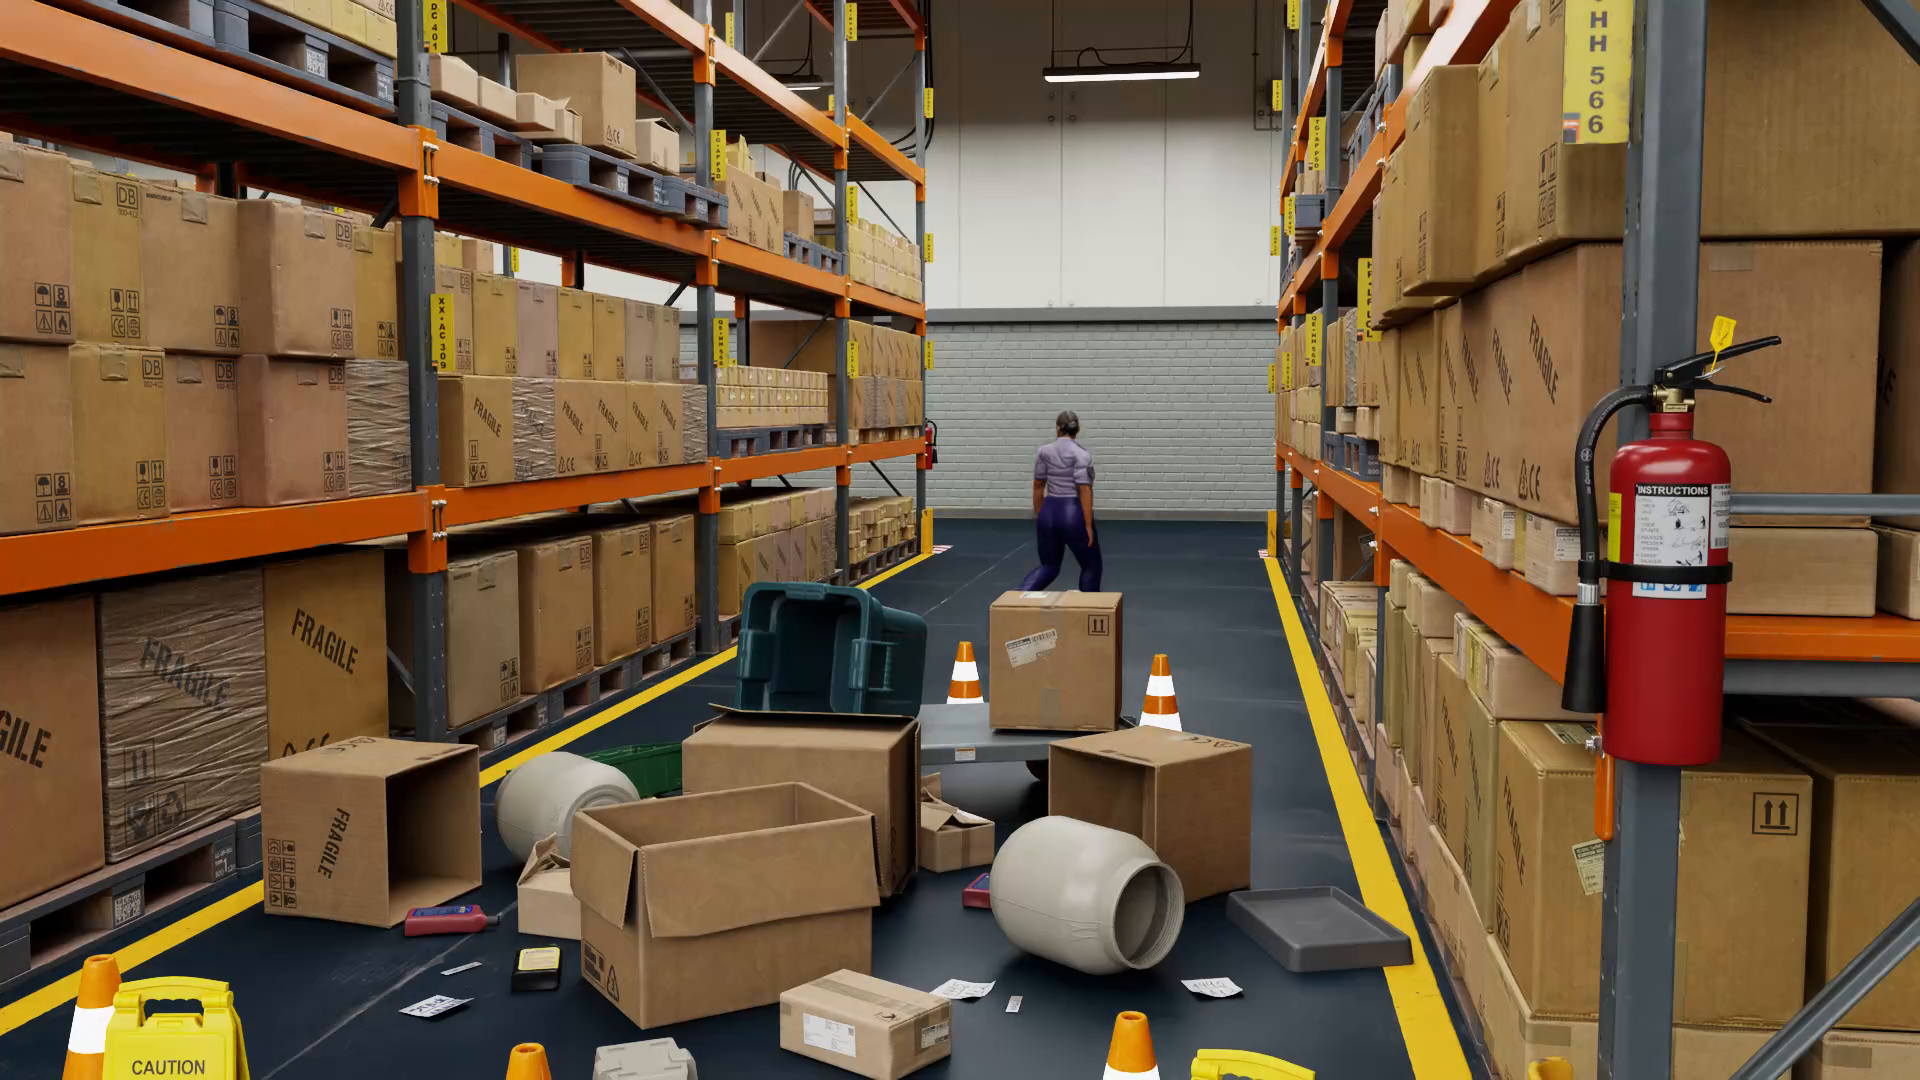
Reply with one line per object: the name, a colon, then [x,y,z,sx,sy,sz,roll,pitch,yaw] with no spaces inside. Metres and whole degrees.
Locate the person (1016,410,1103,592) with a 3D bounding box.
person: [0.752,-0.128,12.043,0.509,1.618,0.767,4,6,39]
